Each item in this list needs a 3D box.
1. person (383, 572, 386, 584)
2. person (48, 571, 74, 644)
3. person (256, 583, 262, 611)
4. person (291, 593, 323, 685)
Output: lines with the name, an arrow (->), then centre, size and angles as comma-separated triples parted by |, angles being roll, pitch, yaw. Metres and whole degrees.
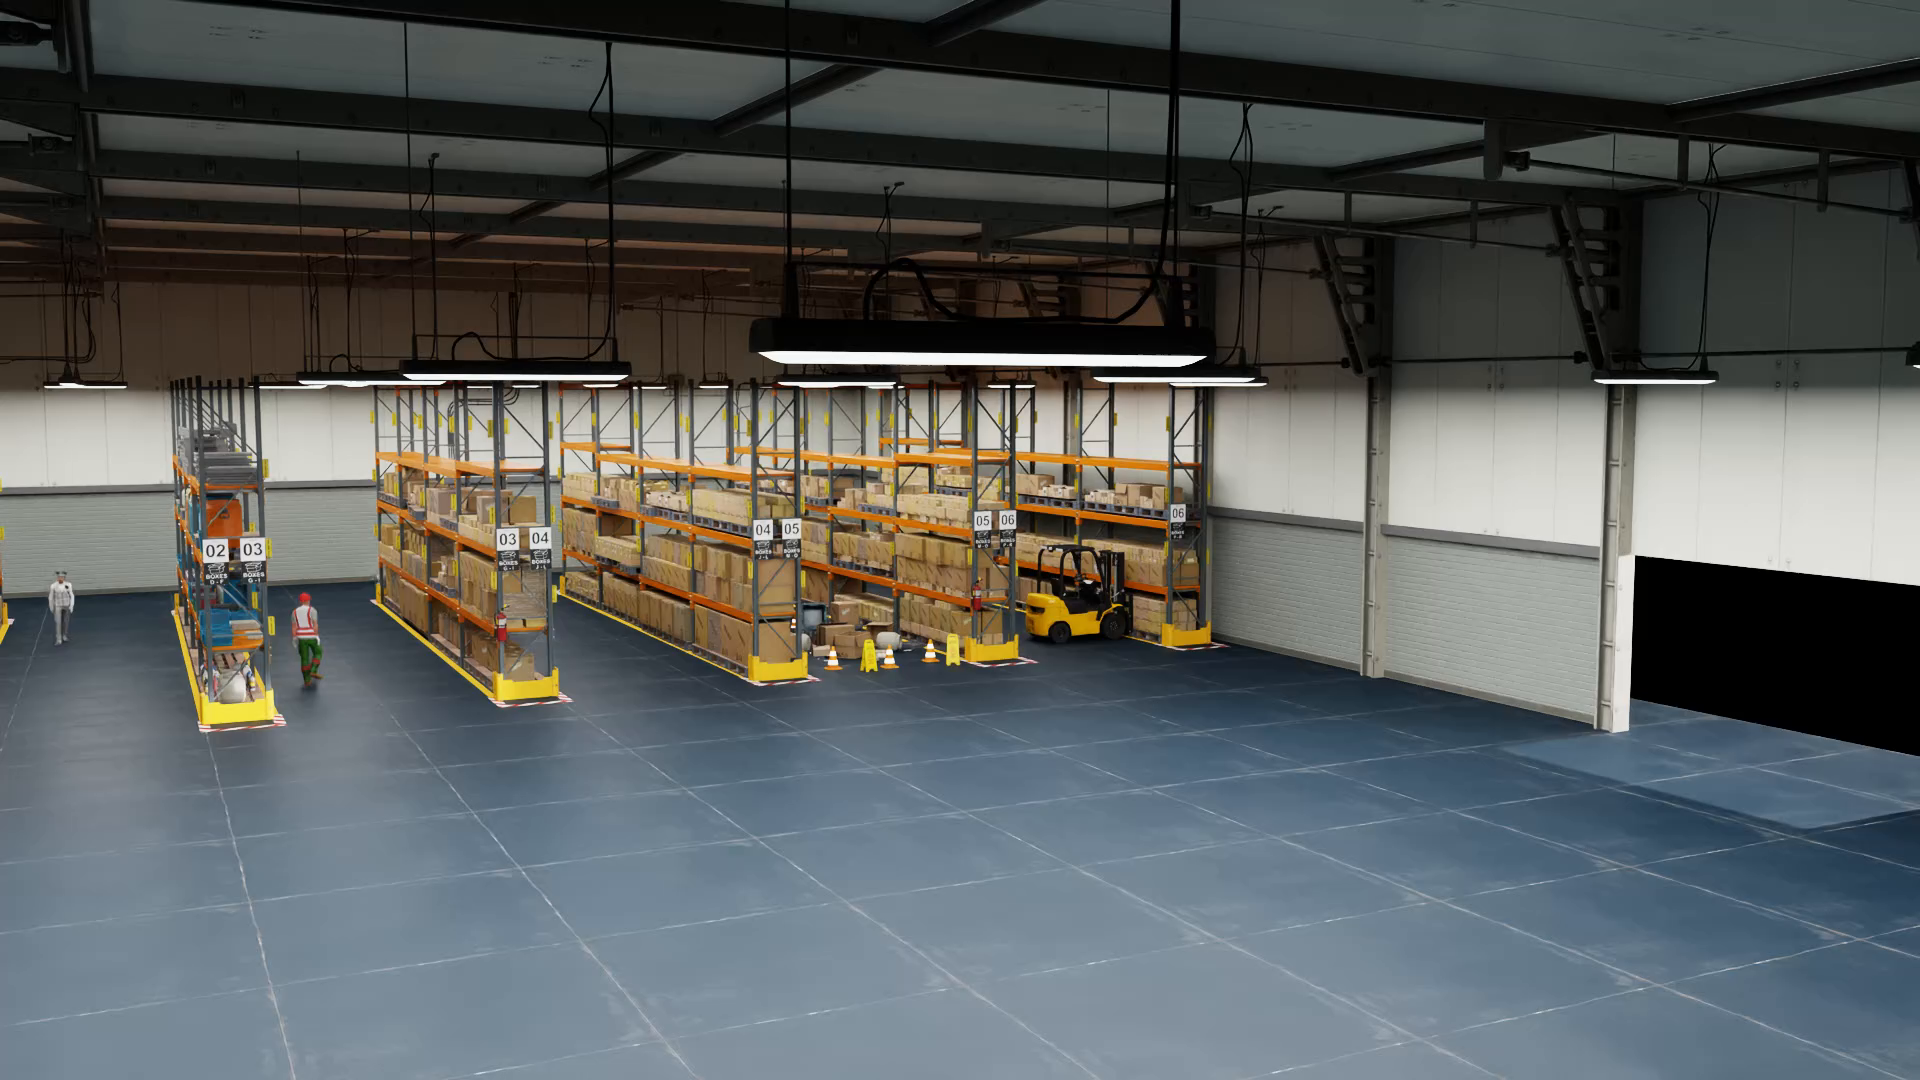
person -> -16.626, 0.560, 48.739 | 0.750, 1.645, 0.448 | -1, 5, -7
person -> -20.459, 1.516, 37.913 | 0.499, 1.628, 0.934 | -4, 7, -39
person -> -18.410, 0.992, 43.212 | 0.649, 1.743, 0.503 | 2, 5, 21
person -> -12.799, 1.933, 32.576 | 0.569, 1.777, 0.524 | -1, 5, -10
